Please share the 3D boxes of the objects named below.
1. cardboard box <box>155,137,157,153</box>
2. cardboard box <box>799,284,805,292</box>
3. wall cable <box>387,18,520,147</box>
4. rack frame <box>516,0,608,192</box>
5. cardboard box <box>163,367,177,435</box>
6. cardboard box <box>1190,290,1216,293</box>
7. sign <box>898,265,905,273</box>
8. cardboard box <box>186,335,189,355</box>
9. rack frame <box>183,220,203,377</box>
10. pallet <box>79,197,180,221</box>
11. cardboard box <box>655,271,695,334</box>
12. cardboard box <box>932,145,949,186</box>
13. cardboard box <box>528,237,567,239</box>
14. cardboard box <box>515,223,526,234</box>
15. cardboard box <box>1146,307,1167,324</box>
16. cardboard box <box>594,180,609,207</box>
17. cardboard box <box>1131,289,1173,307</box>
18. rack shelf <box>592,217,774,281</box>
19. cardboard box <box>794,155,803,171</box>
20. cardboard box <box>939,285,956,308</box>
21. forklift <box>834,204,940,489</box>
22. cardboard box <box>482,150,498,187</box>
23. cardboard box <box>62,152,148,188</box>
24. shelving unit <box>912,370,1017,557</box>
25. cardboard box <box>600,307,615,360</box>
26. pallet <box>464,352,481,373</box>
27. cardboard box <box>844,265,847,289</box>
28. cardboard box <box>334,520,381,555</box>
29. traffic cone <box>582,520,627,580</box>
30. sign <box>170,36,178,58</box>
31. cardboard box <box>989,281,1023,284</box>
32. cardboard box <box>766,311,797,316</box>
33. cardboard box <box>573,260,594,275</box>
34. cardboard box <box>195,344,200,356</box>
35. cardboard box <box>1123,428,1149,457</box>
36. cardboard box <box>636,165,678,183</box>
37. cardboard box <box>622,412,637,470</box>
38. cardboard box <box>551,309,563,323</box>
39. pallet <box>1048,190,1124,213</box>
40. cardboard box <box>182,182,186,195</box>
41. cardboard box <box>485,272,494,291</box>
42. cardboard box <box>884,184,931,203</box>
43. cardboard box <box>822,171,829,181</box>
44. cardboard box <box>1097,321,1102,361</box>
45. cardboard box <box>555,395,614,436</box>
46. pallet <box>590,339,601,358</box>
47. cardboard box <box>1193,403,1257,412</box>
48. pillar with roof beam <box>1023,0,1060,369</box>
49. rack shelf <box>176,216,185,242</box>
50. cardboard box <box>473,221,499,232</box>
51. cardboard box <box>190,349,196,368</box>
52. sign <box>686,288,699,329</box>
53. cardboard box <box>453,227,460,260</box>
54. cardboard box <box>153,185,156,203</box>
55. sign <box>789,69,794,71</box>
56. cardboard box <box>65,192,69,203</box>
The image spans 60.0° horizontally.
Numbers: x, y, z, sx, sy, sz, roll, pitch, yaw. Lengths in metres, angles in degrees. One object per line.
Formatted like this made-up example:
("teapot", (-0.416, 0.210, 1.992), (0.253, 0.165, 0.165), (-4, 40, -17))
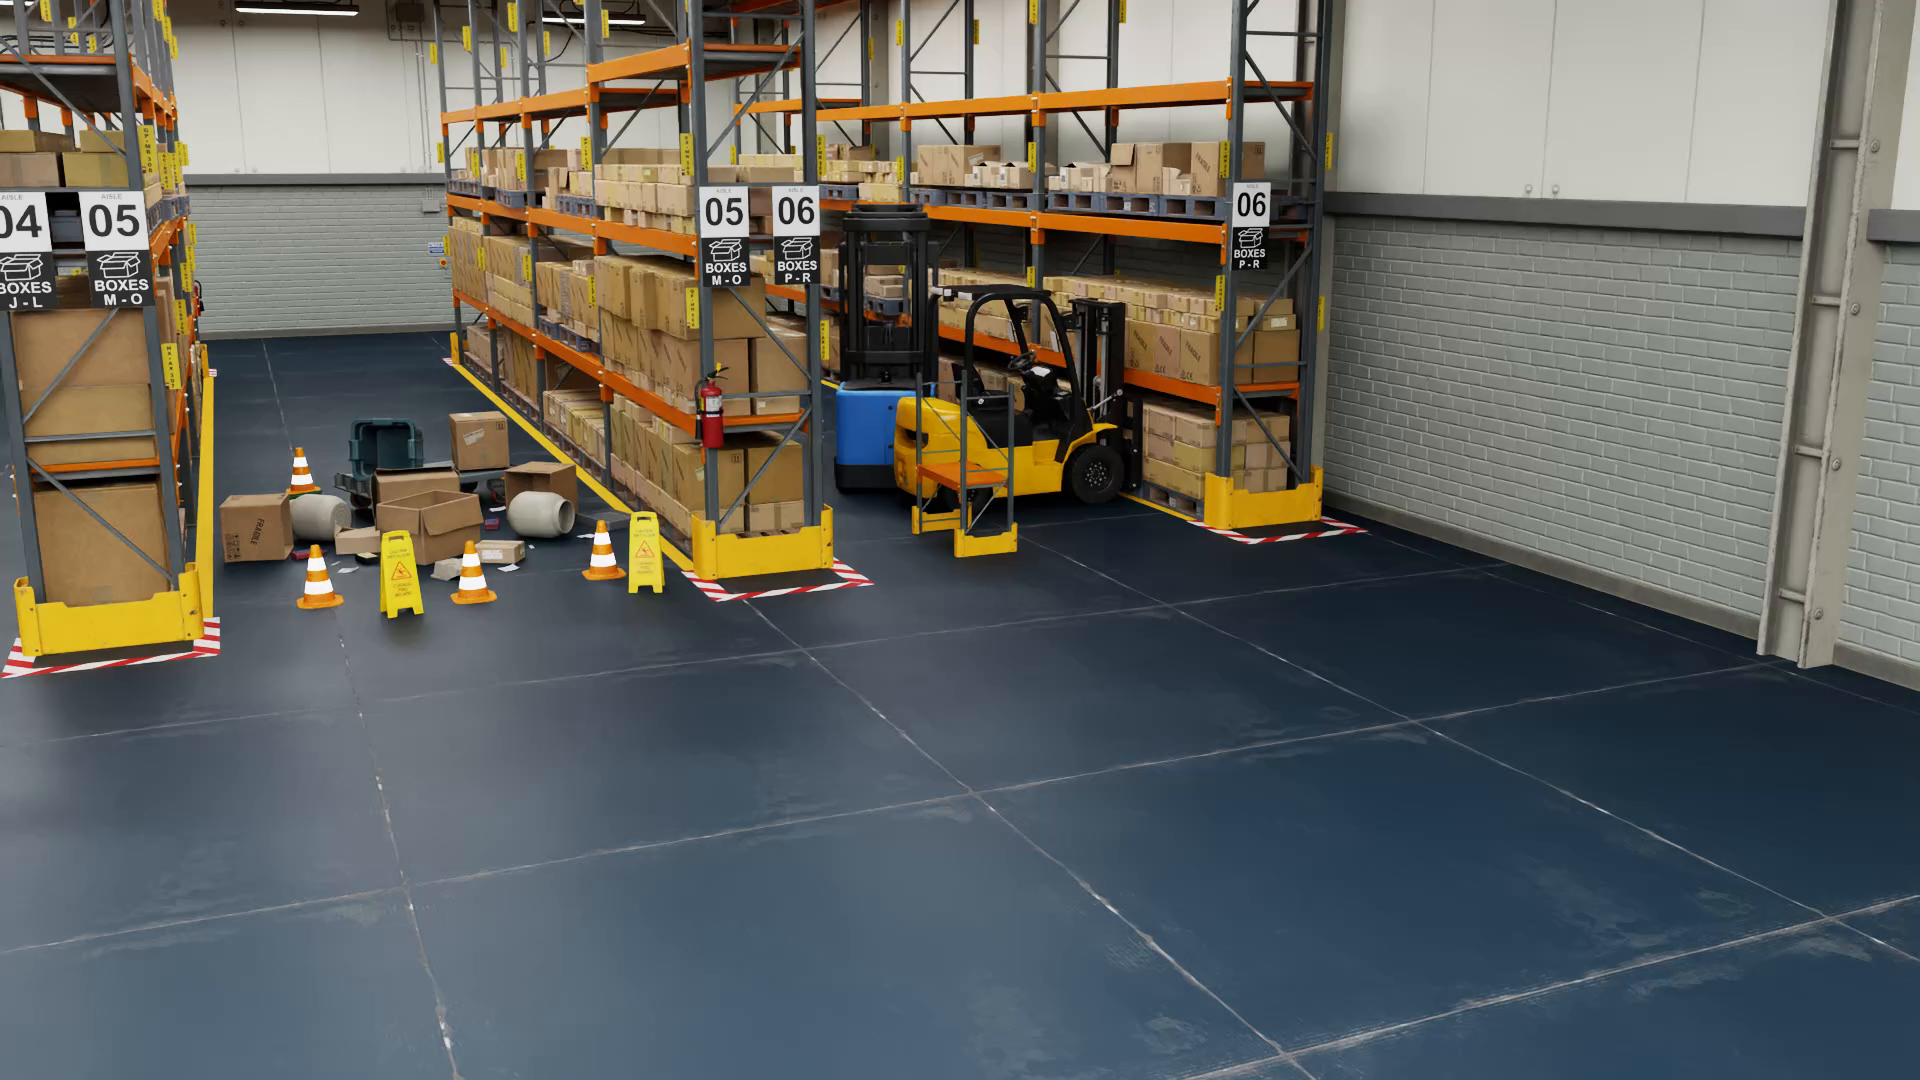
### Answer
("cardboard box", (-7.297, -3.489, 14.658), (0.380, 0.149, 0.250), (-6, 14, -23))
("cardboard box", (-2.382, -4.098, 26.860), (0.380, 0.149, 0.250), (-5, 14, -21))
("wall cable", (-9.894, -8.643, 32.635), (2.355, 3.000, 0.029), (-6, 14, -23))
("rack frame", (-4.843, -5.773, 20.235), (1.000, 3.000, 0.127), (-6, 14, -23))
("cardboard box", (-6.673, -1.113, 13.076), (0.875, 0.550, 0.550), (-6, 14, -23))
("cardboard box", (2.563, -2.460, 16.904), (0.380, 0.149, 0.250), (-5, 14, -21))
("sign", (-0.790, -3.773, 22.510), (0.100, 0.325, 0.005), (-6, 14, -23))
("cardboard box", (-8.713, -2.259, 18.135), (0.500, 0.500, 0.500), (-6, 14, -23))
("rack frame", (-12.543, -4.035, 26.030), (1.000, 3.000, 0.127), (-6, 14, -23))
("pallet", (-8.581, -3.392, 17.021), (1.003, 0.211, 1.213), (-5, 14, -20))
("cardboard box", (-2.239, -2.069, 14.438), (0.700, 0.500, 0.500), (-5, 14, -22))
("cardboard box", (0.064, -4.795, 21.290), (0.700, 0.500, 0.500), (-6, 14, -24))
("cardboard box", (-5.822, -4.036, 23.598), (0.500, 0.500, 0.500), (-5, 14, -22))
("cardboard box", (-6.452, -4.668, 24.890), (0.380, 0.149, 0.250), (-5, 14, -22))
("cardboard box", (2.096, -2.270, 16.744), (0.380, 0.149, 0.250), (-6, 14, -25))
("cardboard box", (-3.315, -3.441, 16.486), (0.500, 0.250, 0.500), (-6, 14, -24))
("cardboard box", (1.968, -2.465, 16.930), (0.380, 0.149, 0.250), (-5, 14, -22))
("rack shelf", (-2.440, -2.721, 15.298), (1.077, 0.370, 4.000), (-6, 14, -23))
("cardboard box", (-2.322, -5.985, 26.367), (0.500, 0.250, 0.500), (-6, 14, -23))
("cardboard box", (0.050, -3.142, 21.399), (0.500, 0.250, 0.500), (-6, 14, -24))
("forklift", (-0.773, -2.246, 18.455), (1.130, 2.935, 3.031), (0, 13, 0))
("cardboard box", (-6.358, -5.183, 23.185), (0.500, 0.500, 0.500), (-6, 14, -24))
("cardboard box", (-6.092, -2.638, 11.865), (0.500, 0.250, 0.500), (-6, 14, -23))
("shelving unit", (0.031, -0.715, 15.013), (0.587, 1.500, 1.083), (-6, 14, -23))
("cardboard box", (-3.320, -2.101, 16.794), (0.500, 0.500, 0.500), (-6, 14, -23))
("pallet", (-7.656, -2.986, 27.684), (1.003, 0.211, 1.213), (-6, 14, -23))
("cardboard box", (-1.388, -3.989, 24.681), (0.700, 0.500, 0.500), (-6, 14, -23))
("cardboard box", (-5.360, -0.035, 14.811), (0.396, 0.266, 0.258), (-3, 13, -13))
("traffic cone", (-2.993, 0.067, 13.936), (0.336, 0.463, 0.334), (-6, 14, -23))
("sign", (-12.026, -7.536, 25.429), (0.100, 0.325, 0.005), (-6, 14, -23))
("cardboard box", (0.569, -3.037, 20.060), (0.380, 0.149, 0.250), (-6, 14, -25))
("cardboard box", (-3.343, -3.805, 29.644), (0.797, 0.503, 0.637), (-6, 14, -25))
("cardboard box", (-4.052, -3.008, 18.345), (0.380, 0.149, 0.250), (-6, 14, -25))
("cardboard box", (-11.626, -2.845, 24.961), (0.380, 0.149, 0.250), (-5, 14, -21))
("cardboard box", (2.009, -1.036, 17.133), (0.500, 0.250, 0.500), (-6, 14, -24))
("cardboard box", (-2.690, -3.281, 14.912), (0.380, 0.149, 0.250), (-5, 14, -22))
("cardboard box", (-3.027, -0.998, 16.413), (0.500, 0.500, 0.500), (-5, 14, -21))
("cardboard box", (-4.642, -2.667, 19.748), (0.380, 0.149, 0.250), (-6, 14, -23))
("pallet", (1.671, -3.717, 18.201), (1.003, 0.211, 1.213), (-6, 14, -23))
("cardboard box", (-11.490, -5.036, 24.039), (0.500, 0.250, 0.500), (-5, 14, -20))
("cardboard box", (-6.528, -3.730, 23.939), (0.500, 0.250, 0.500), (-6, 14, -25))
("cardboard box", (-0.725, -4.771, 22.894), (0.500, 0.250, 0.500), (-6, 14, -25))
("cardboard box", (-1.858, -5.460, 24.940), (0.380, 0.149, 0.250), (-5, 14, -22))
("cardboard box", (1.672, -2.195, 17.861), (0.500, 0.500, 0.500), (-6, 14, -24))
("cardboard box", (-4.323, -1.505, 19.996), (0.950, 0.372, 0.625), (-6, 14, -24))
("pallet", (-3.414, -2.101, 18.101), (1.003, 0.211, 1.213), (-6, 14, -23))
("cardboard box", (2.685, -1.218, 16.808), (0.500, 0.250, 0.500), (-6, 14, -23))
("pillar with roof beam", (-2.893, -5.645, 19.683), (9.100, 9.000, 0.400), (-6, 14, -23))
("rack shelf", (-10.139, -3.906, 20.417), (1.077, 0.370, 4.000), (-6, 14, -23))
("cardboard box", (-7.209, -4.779, 25.368), (0.380, 0.149, 0.250), (-6, 14, -23))
("cardboard box", (-10.217, -2.322, 21.579), (0.500, 0.250, 0.500), (-5, 14, -20))
("sign", (-2.155, -1.869, 13.405), (0.100, 0.325, 0.005), (-6, 14, -23))
("cardboard box", (-7.903, -4.807, 26.930), (0.500, 0.500, 0.500), (-6, 14, -24))
("cardboard box", (-6.585, -2.734, 13.164), (0.380, 0.149, 0.250), (-5, 14, -22))
("sign", (-2.985, -8.453, 29.392), (0.100, 0.325, 0.005), (-6, 14, -23))
("cardboard box", (-7.390, -2.779, 13.356), (0.380, 0.149, 0.250), (-6, 14, -23))
